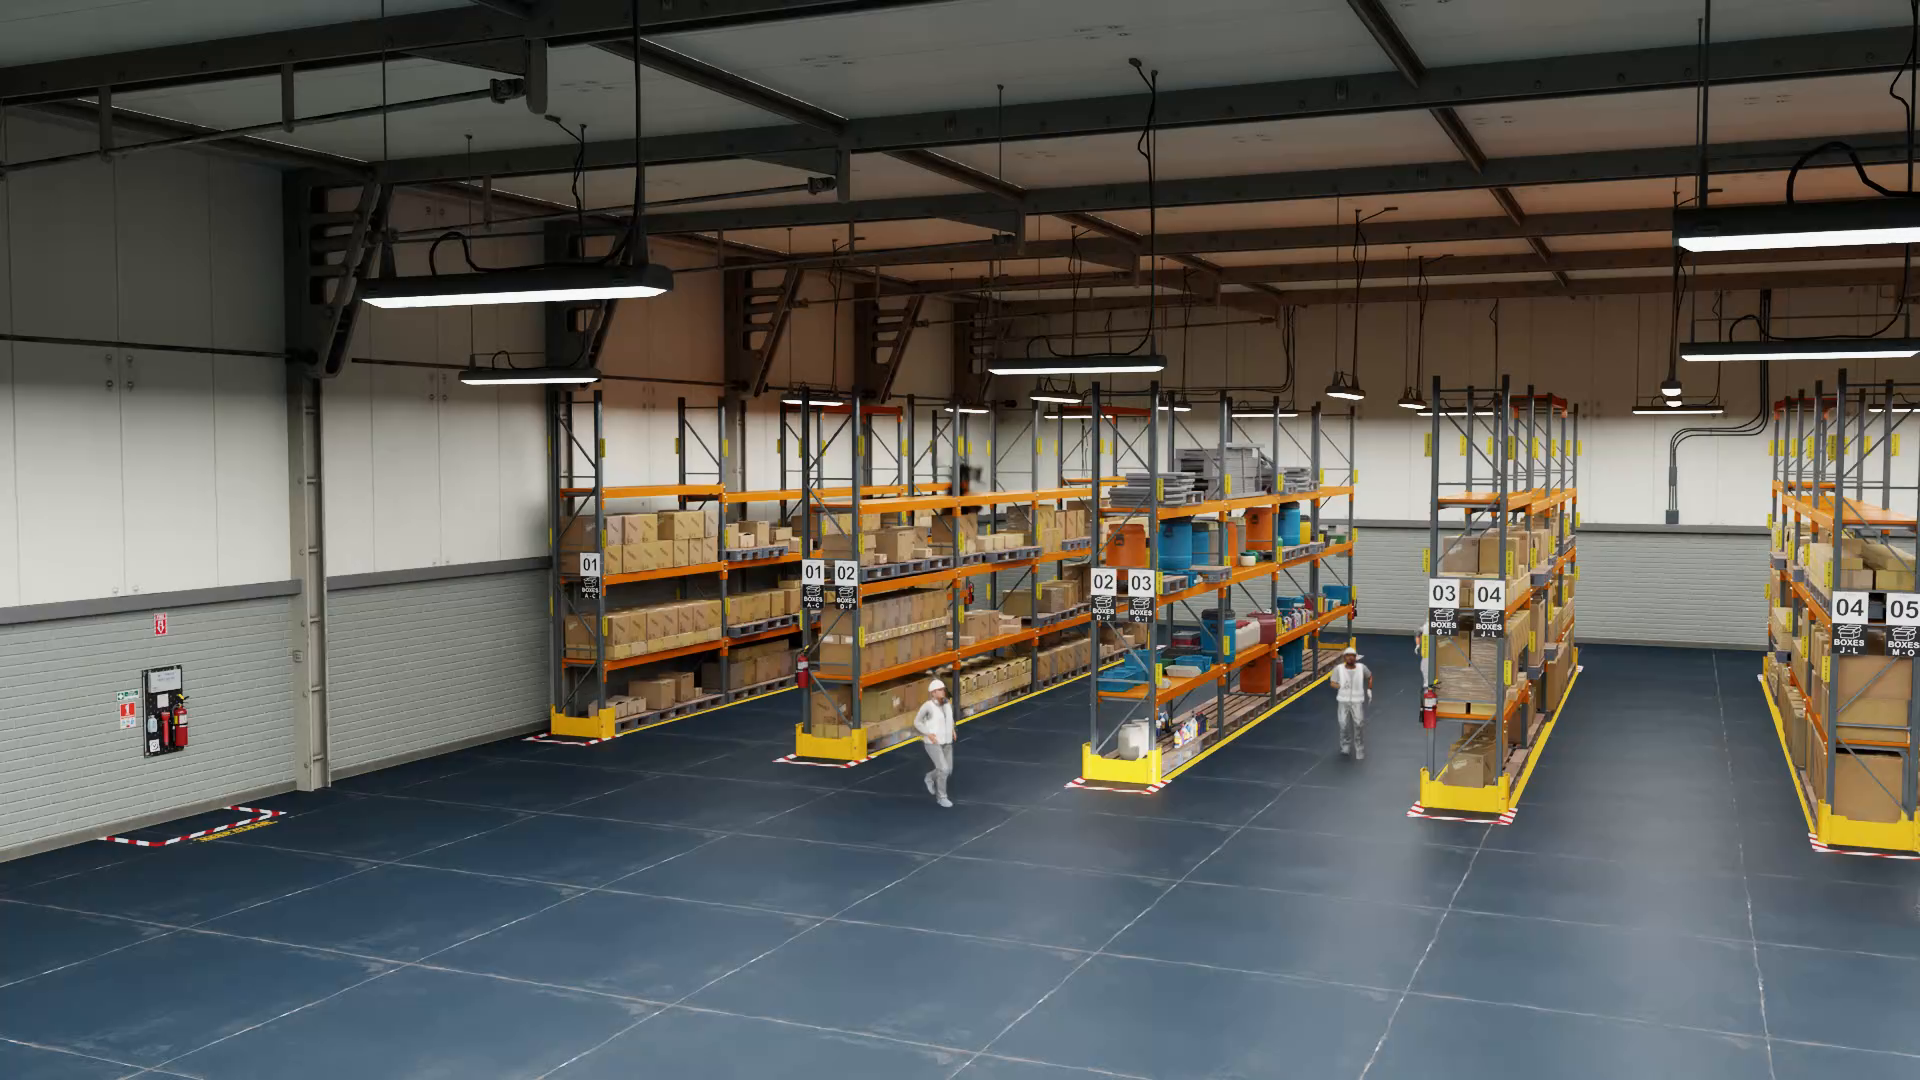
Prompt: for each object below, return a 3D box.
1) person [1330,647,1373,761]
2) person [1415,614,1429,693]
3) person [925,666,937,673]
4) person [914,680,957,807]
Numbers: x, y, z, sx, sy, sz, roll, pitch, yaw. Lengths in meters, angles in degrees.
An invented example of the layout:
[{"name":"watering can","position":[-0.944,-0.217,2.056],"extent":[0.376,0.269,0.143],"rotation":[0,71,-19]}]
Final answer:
[{"name":"person","position":[6.297,2.638,26.774],"extent":[0.667,1.824,0.739],"rotation":[1,3,13]},{"name":"person","position":[9.341,2.292,32.943],"extent":[0.670,1.753,0.914],"rotation":[1,3,22]},{"name":"person","position":[-0.692,2.230,35.045],"extent":[0.577,1.621,0.562],"rotation":[1,3,17]},{"name":"person","position":[-0.342,2.840,23.404],"extent":[0.670,1.753,0.687],"rotation":[-3,4,-42]}]
